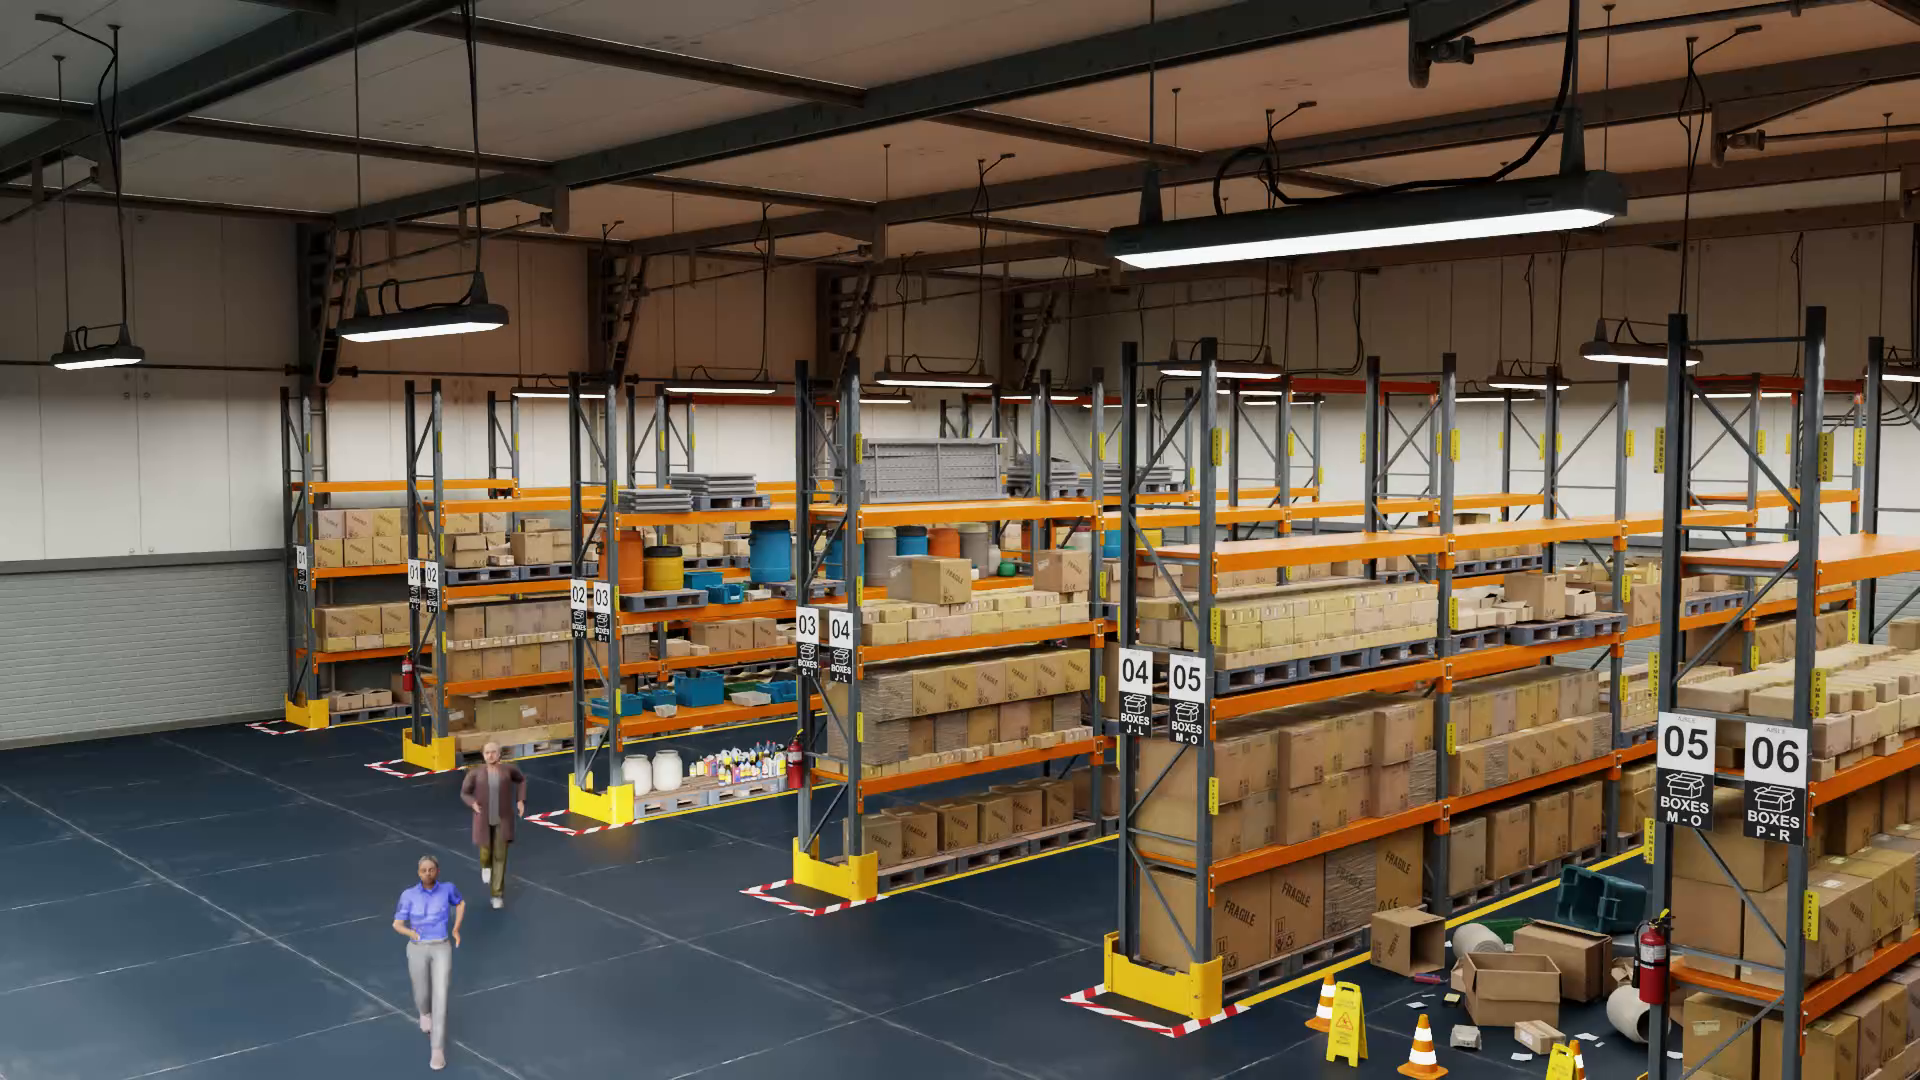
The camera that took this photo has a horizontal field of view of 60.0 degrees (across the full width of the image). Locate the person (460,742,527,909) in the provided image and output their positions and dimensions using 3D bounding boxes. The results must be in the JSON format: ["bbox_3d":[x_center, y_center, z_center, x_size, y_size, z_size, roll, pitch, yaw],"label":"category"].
[{"bbox_3d":[-5.144,3.104,18.370,0.724,1.742,1.079,-1,4,-16],"label":"person"}]

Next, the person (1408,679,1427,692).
[{"bbox_3d":[6.566,2.777,23.805,0.672,1.700,0.953,3,5,42],"label":"person"}]

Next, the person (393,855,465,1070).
[{"bbox_3d":[-4.403,3.438,13.819,0.579,1.657,0.923,-1,4,-18],"label":"person"}]

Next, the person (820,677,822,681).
[{"bbox_3d":[-2.097,2.504,28.082,0.692,1.720,0.589,3,5,37],"label":"person"}]
